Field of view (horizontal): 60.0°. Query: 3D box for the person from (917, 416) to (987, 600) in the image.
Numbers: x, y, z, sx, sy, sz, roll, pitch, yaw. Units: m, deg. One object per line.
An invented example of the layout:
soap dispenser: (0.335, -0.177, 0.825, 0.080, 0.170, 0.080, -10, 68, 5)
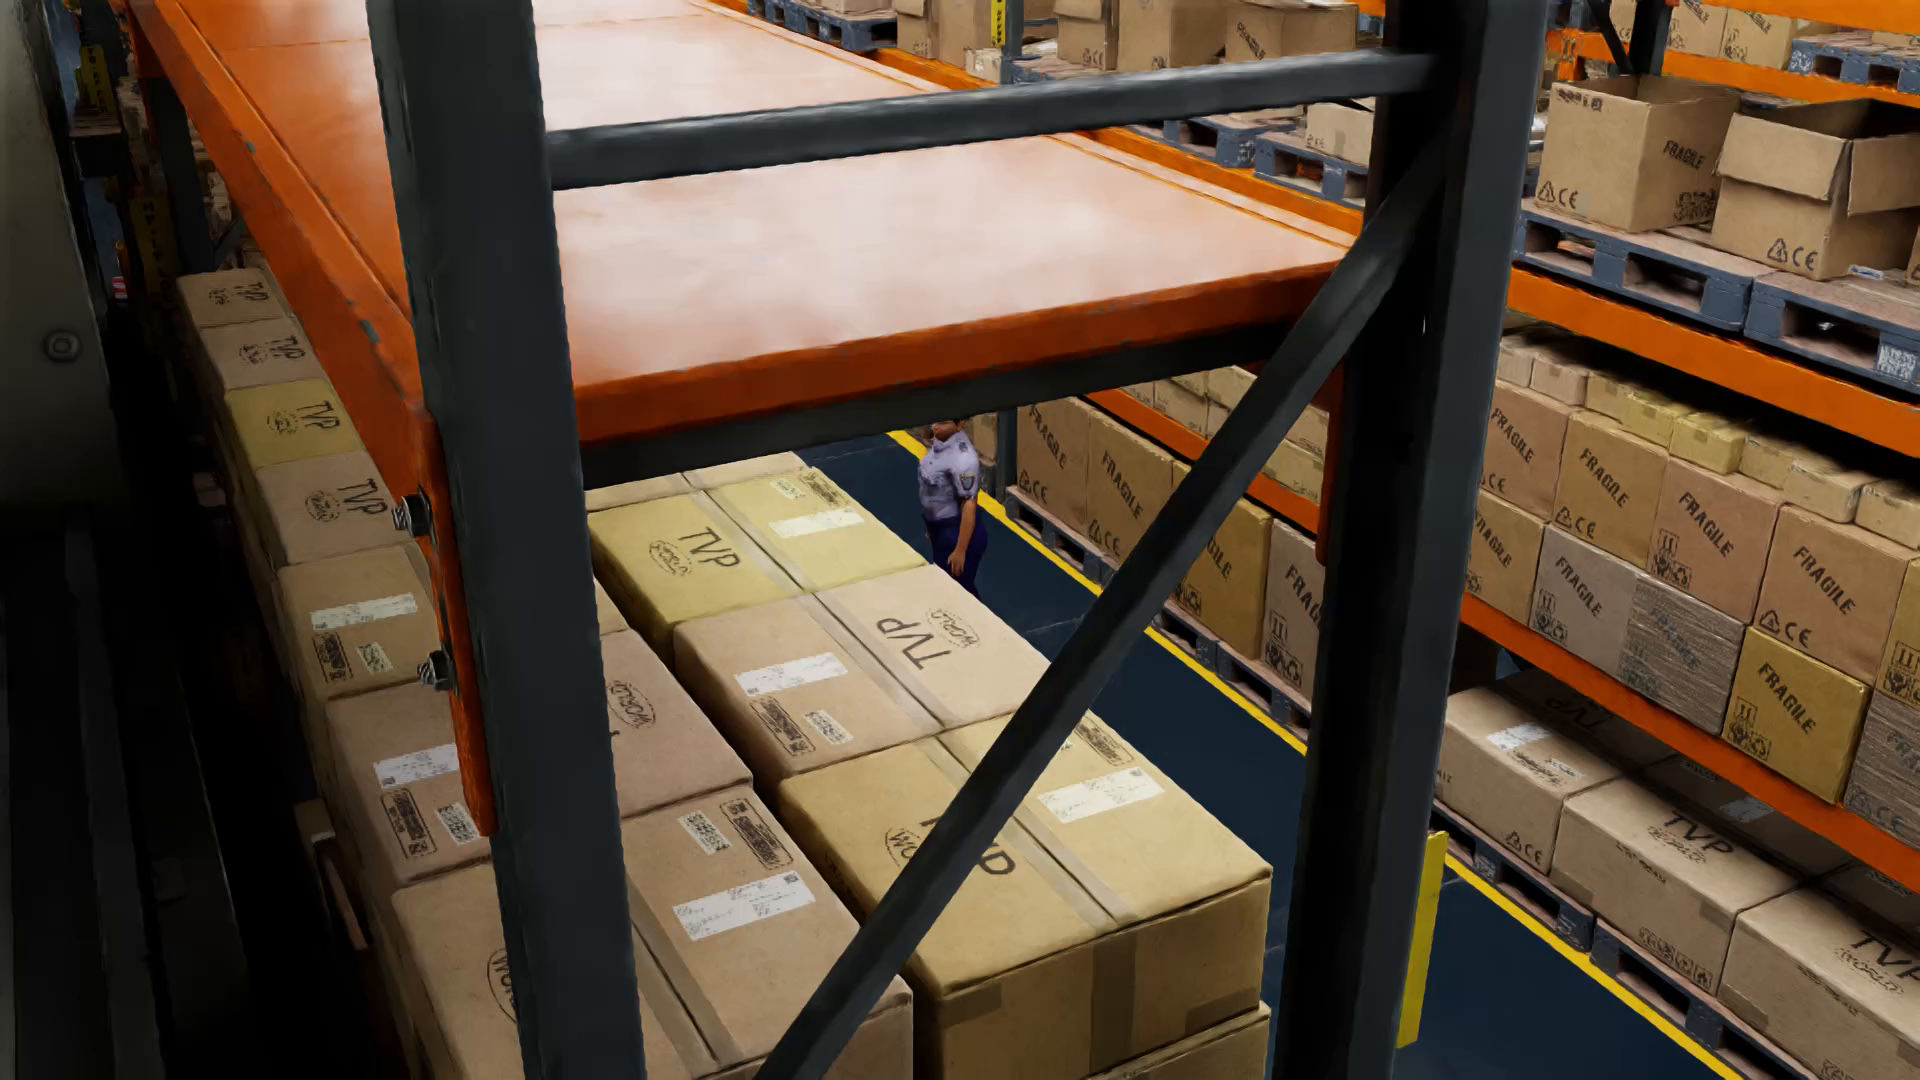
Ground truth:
person: (-0.044, -0.026, 9.143, 0.383, 1.660, 0.564, -4, 26, -8)
